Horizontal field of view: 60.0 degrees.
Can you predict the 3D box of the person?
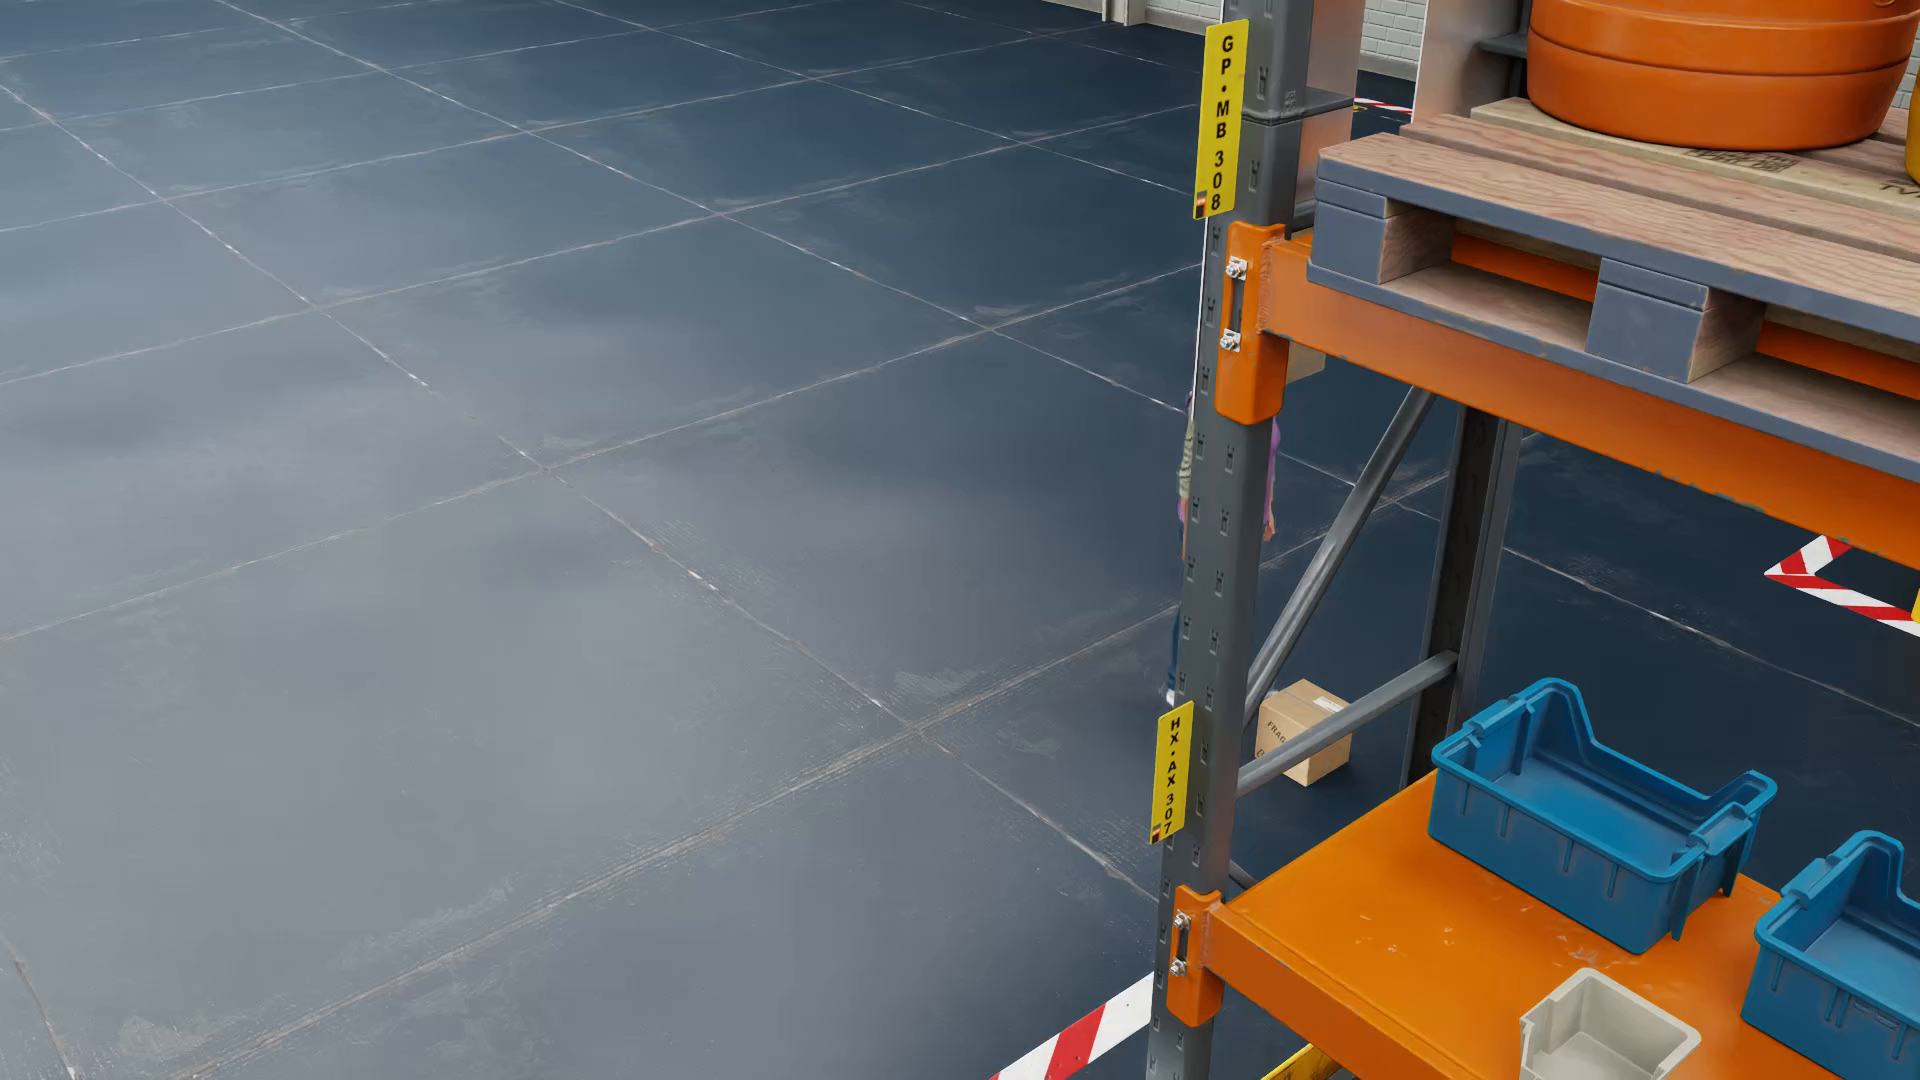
[{"bbox_3d":[0.994,-0.062,6.217,0.433,1.600,0.313,-21,35,-34],"label":"person"}]
